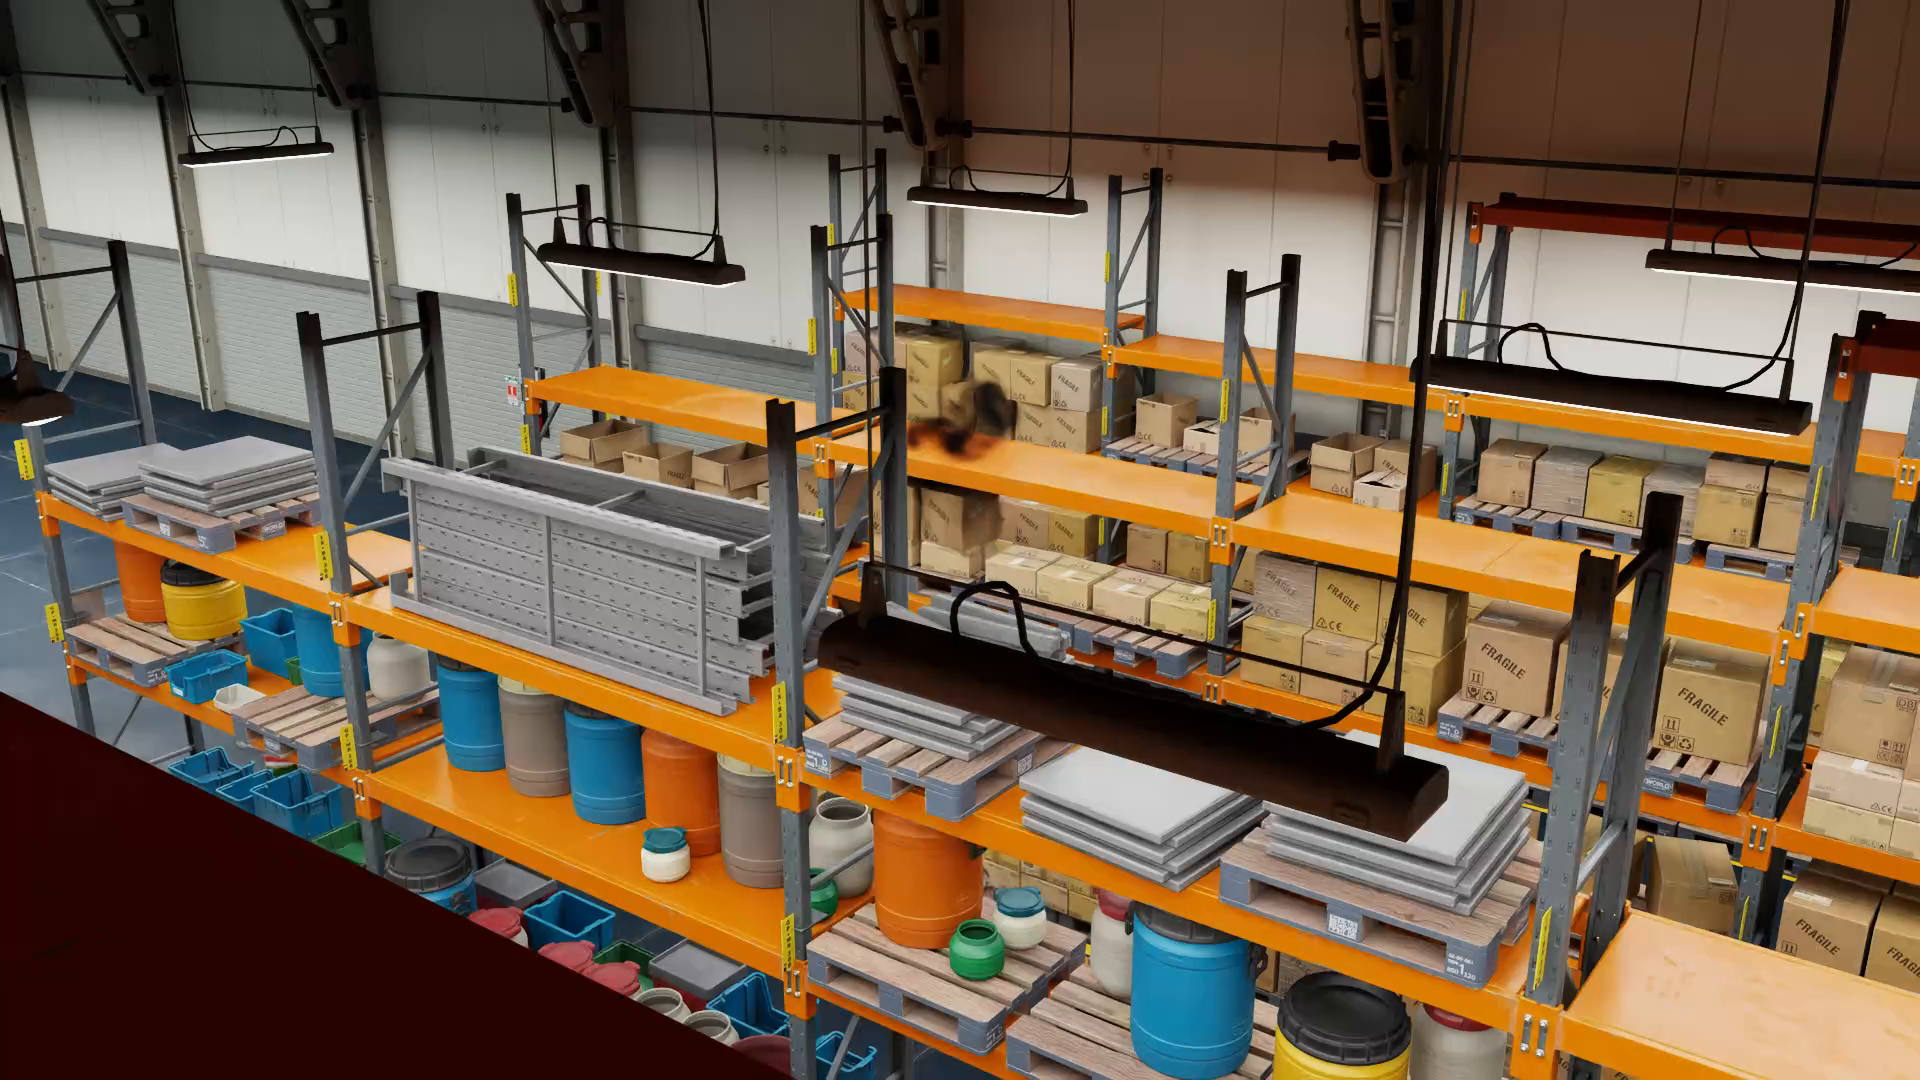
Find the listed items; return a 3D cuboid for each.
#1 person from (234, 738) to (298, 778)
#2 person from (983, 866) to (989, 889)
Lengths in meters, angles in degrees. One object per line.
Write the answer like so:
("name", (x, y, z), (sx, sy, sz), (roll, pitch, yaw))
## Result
("person", (-6.505, 2.134, 15.955), (0.748, 1.821, 0.632), (0, 18, -1))
("person", (-0.091, 2.951, 12.721), (0.851, 1.816, 0.655), (13, 23, 34))
